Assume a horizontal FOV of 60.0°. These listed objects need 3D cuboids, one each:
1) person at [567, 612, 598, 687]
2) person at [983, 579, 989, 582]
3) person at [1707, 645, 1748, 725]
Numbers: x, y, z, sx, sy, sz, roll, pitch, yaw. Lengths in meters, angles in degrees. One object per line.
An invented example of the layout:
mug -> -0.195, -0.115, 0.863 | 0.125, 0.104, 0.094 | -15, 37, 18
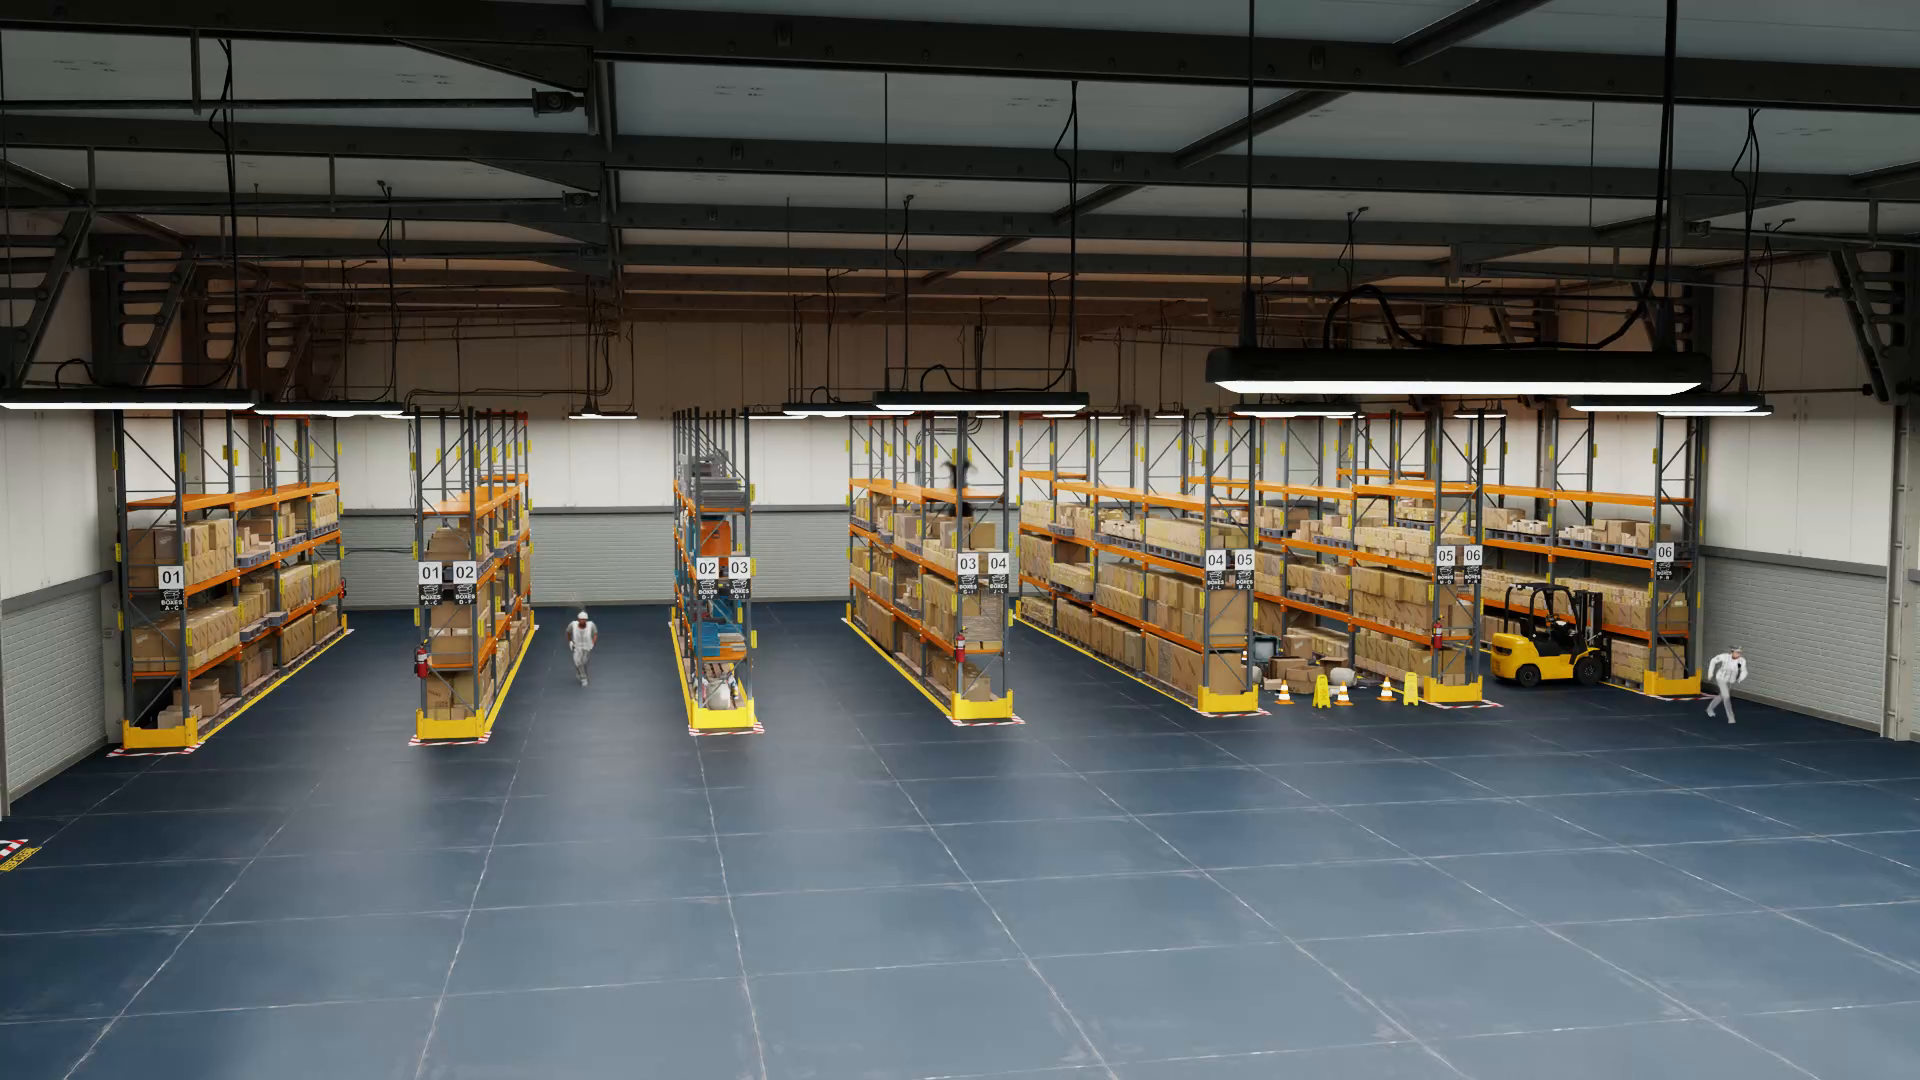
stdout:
person -> -8.238, 2.348, 36.257 | 0.660, 1.656, 1.062 | -1, 4, -14
person -> 0.881, 1.596, 46.871 | 0.669, 1.638, 1.041 | 0, 4, -3
person -> 14.602, 2.700, 31.720 | 0.611, 1.508, 1.017 | 0, 4, 0
